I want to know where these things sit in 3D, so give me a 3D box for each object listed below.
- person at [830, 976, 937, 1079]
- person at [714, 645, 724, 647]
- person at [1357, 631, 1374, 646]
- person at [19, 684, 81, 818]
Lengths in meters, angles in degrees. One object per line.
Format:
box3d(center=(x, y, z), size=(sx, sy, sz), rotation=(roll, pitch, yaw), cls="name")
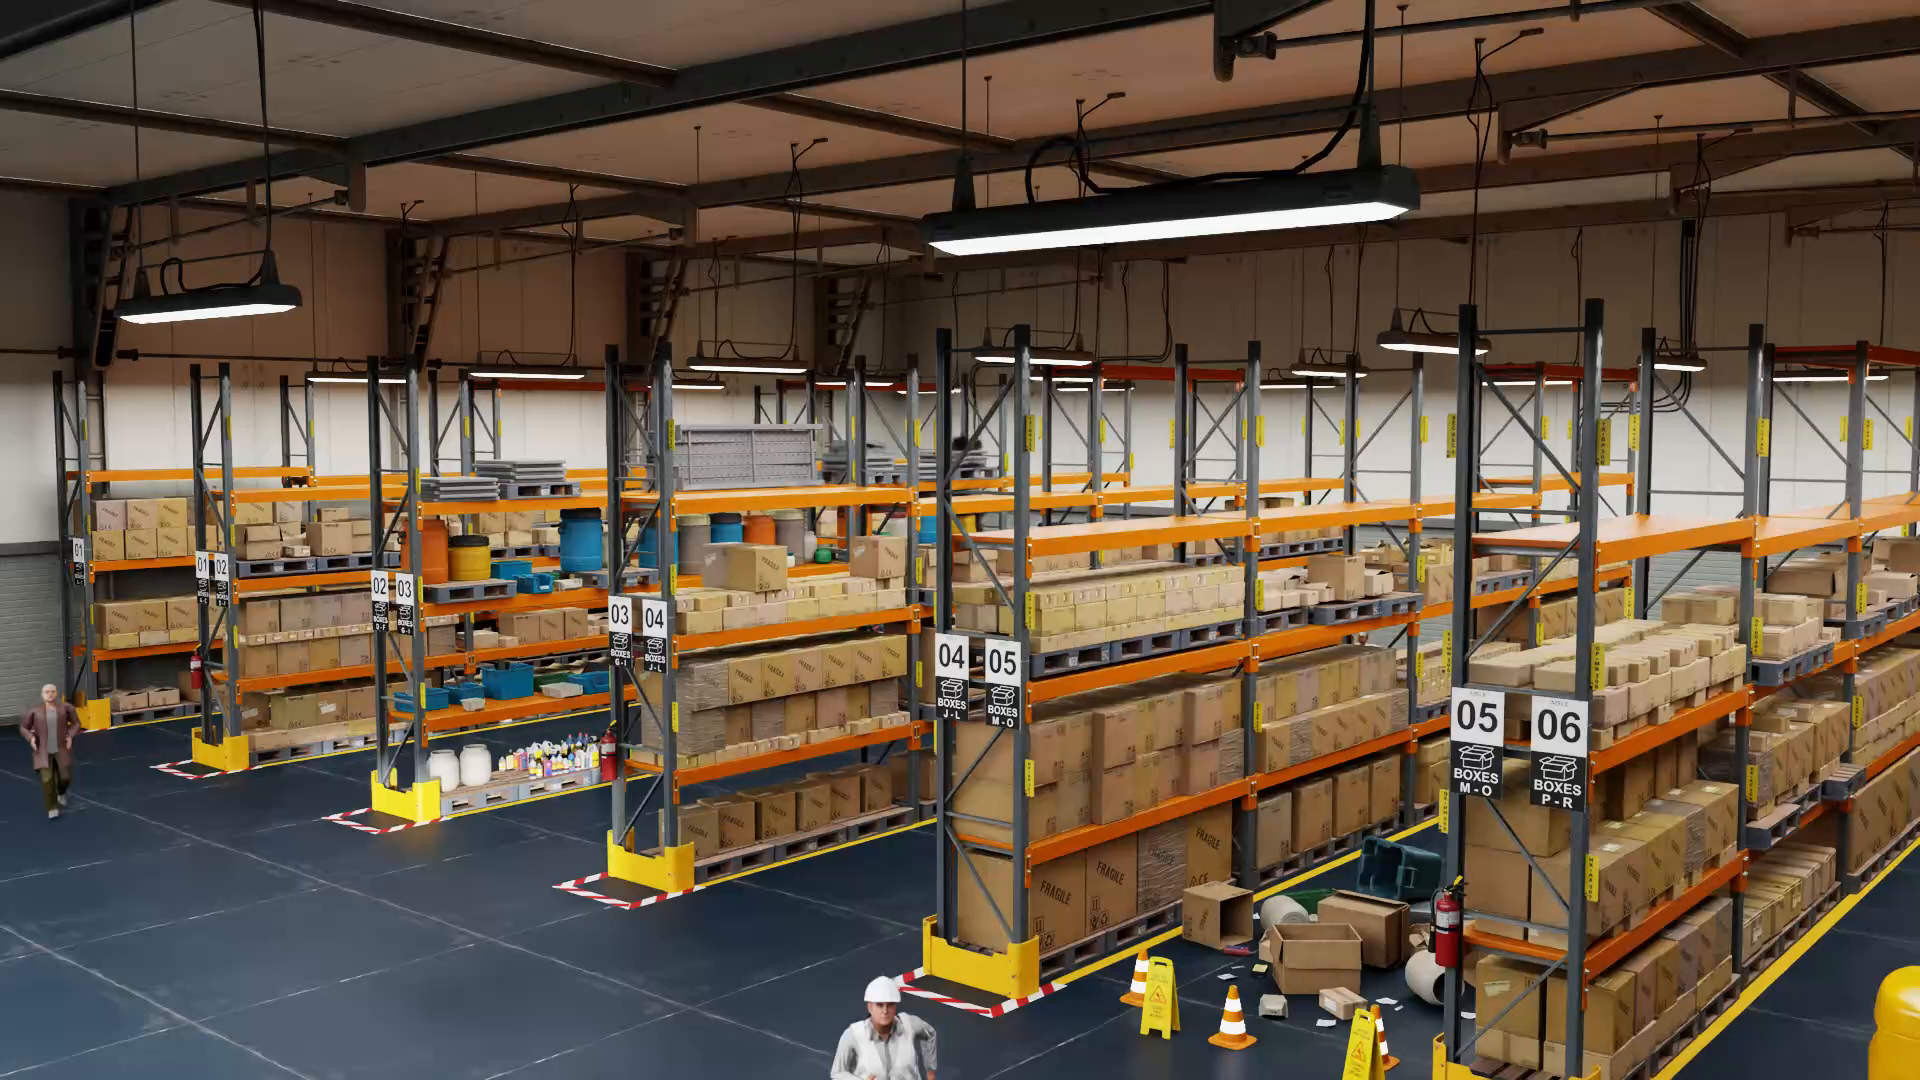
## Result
box3d(center=(-0.466, 3.549, 10.265), size=(0.678, 1.816, 0.853), rotation=(-1, 4, -7), cls="person")
box3d(center=(-4.335, 2.238, 29.044), size=(0.607, 1.620, 0.941), rotation=(3, 5, 34), cls="person")
box3d(center=(6.795, 2.325, 27.989), size=(0.620, 1.650, 0.776), rotation=(3, 5, 35), cls="person")
box3d(center=(-11.838, 2.735, 21.666), size=(0.707, 1.725, 0.668), rotation=(-3, 5, -32), cls="person")
